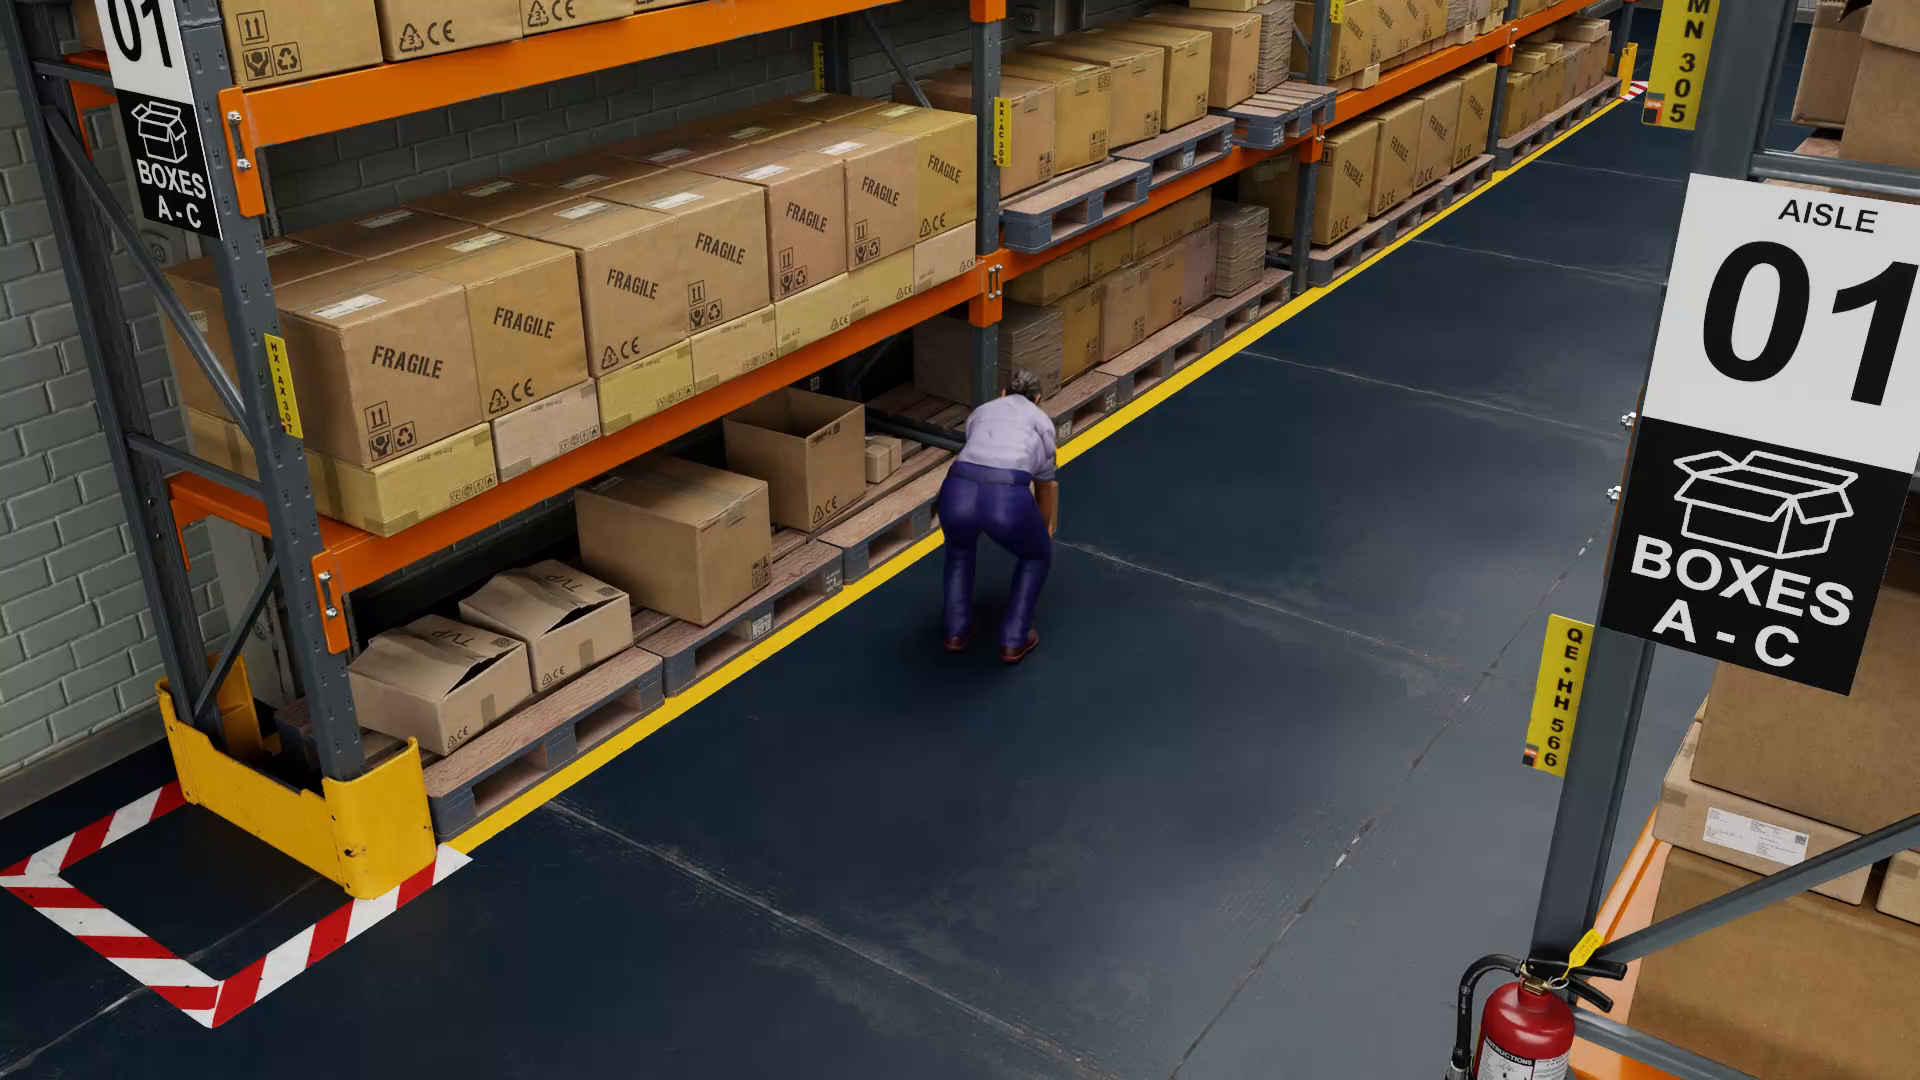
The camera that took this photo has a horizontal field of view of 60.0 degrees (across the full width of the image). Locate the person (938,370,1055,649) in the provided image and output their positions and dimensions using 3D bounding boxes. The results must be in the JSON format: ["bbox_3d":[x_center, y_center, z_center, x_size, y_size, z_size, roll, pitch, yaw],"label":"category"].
[{"bbox_3d":[0.191,-0.133,7.397,0.495,1.061,0.877,8,28,16],"label":"person"}]
